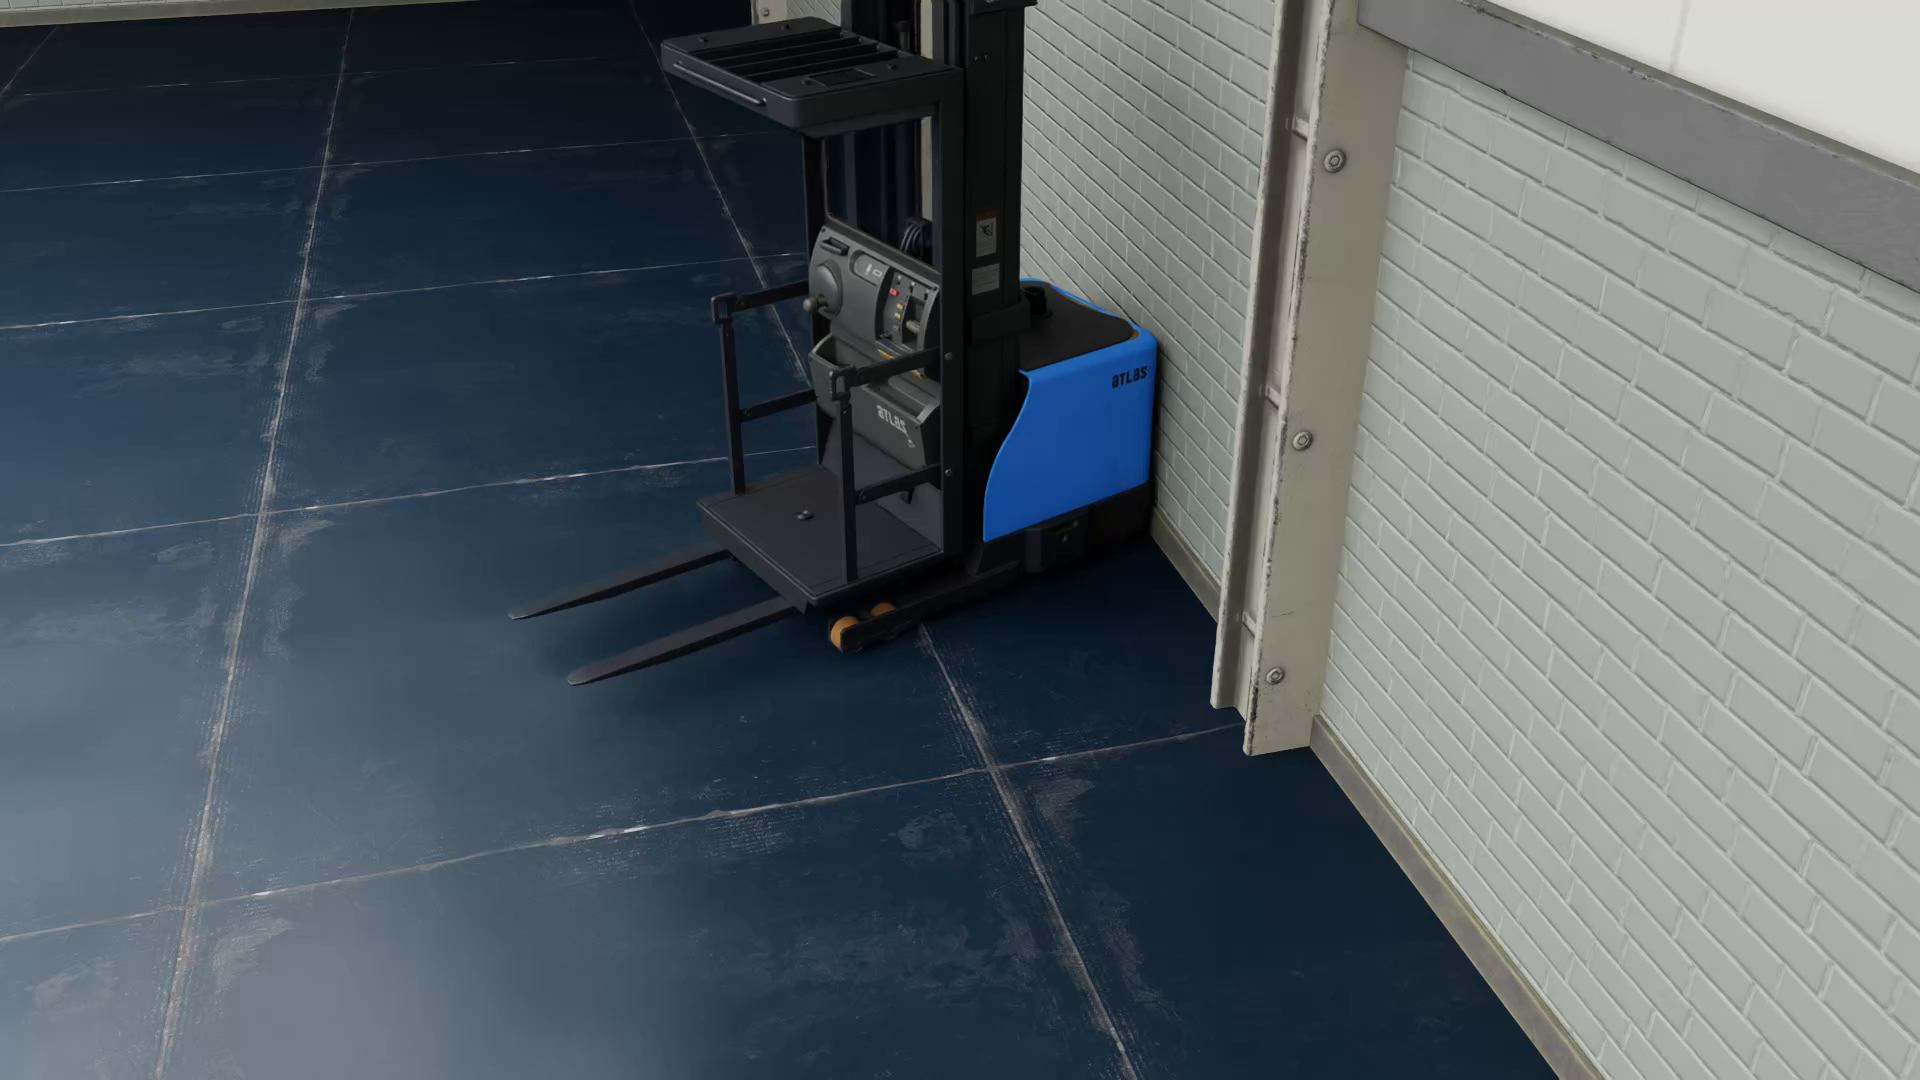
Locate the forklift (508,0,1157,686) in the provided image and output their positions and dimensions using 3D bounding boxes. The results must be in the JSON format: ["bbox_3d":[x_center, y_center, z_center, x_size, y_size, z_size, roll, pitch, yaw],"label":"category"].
[{"bbox_3d":[-0.552,-1.063,7.161,3.031,2.935,1.130,-20,36,-30],"label":"forklift"}]

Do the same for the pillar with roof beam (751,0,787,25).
[{"bbox_3d":[-6.074,-8.358,13.707,9.100,9.000,0.400,-8,31,-13],"label":"pillar with roof beam"}]

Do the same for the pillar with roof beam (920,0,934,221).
[{"bbox_3d":[-4.481,-5.460,8.700,9.100,9.000,0.400,-8,31,-13],"label":"pillar with roof beam"}]

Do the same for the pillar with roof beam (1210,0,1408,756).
[{"bbox_3d":[-2.889,-2.562,3.694,9.100,9.000,0.400,-8,31,-13],"label":"pillar with roof beam"}]
